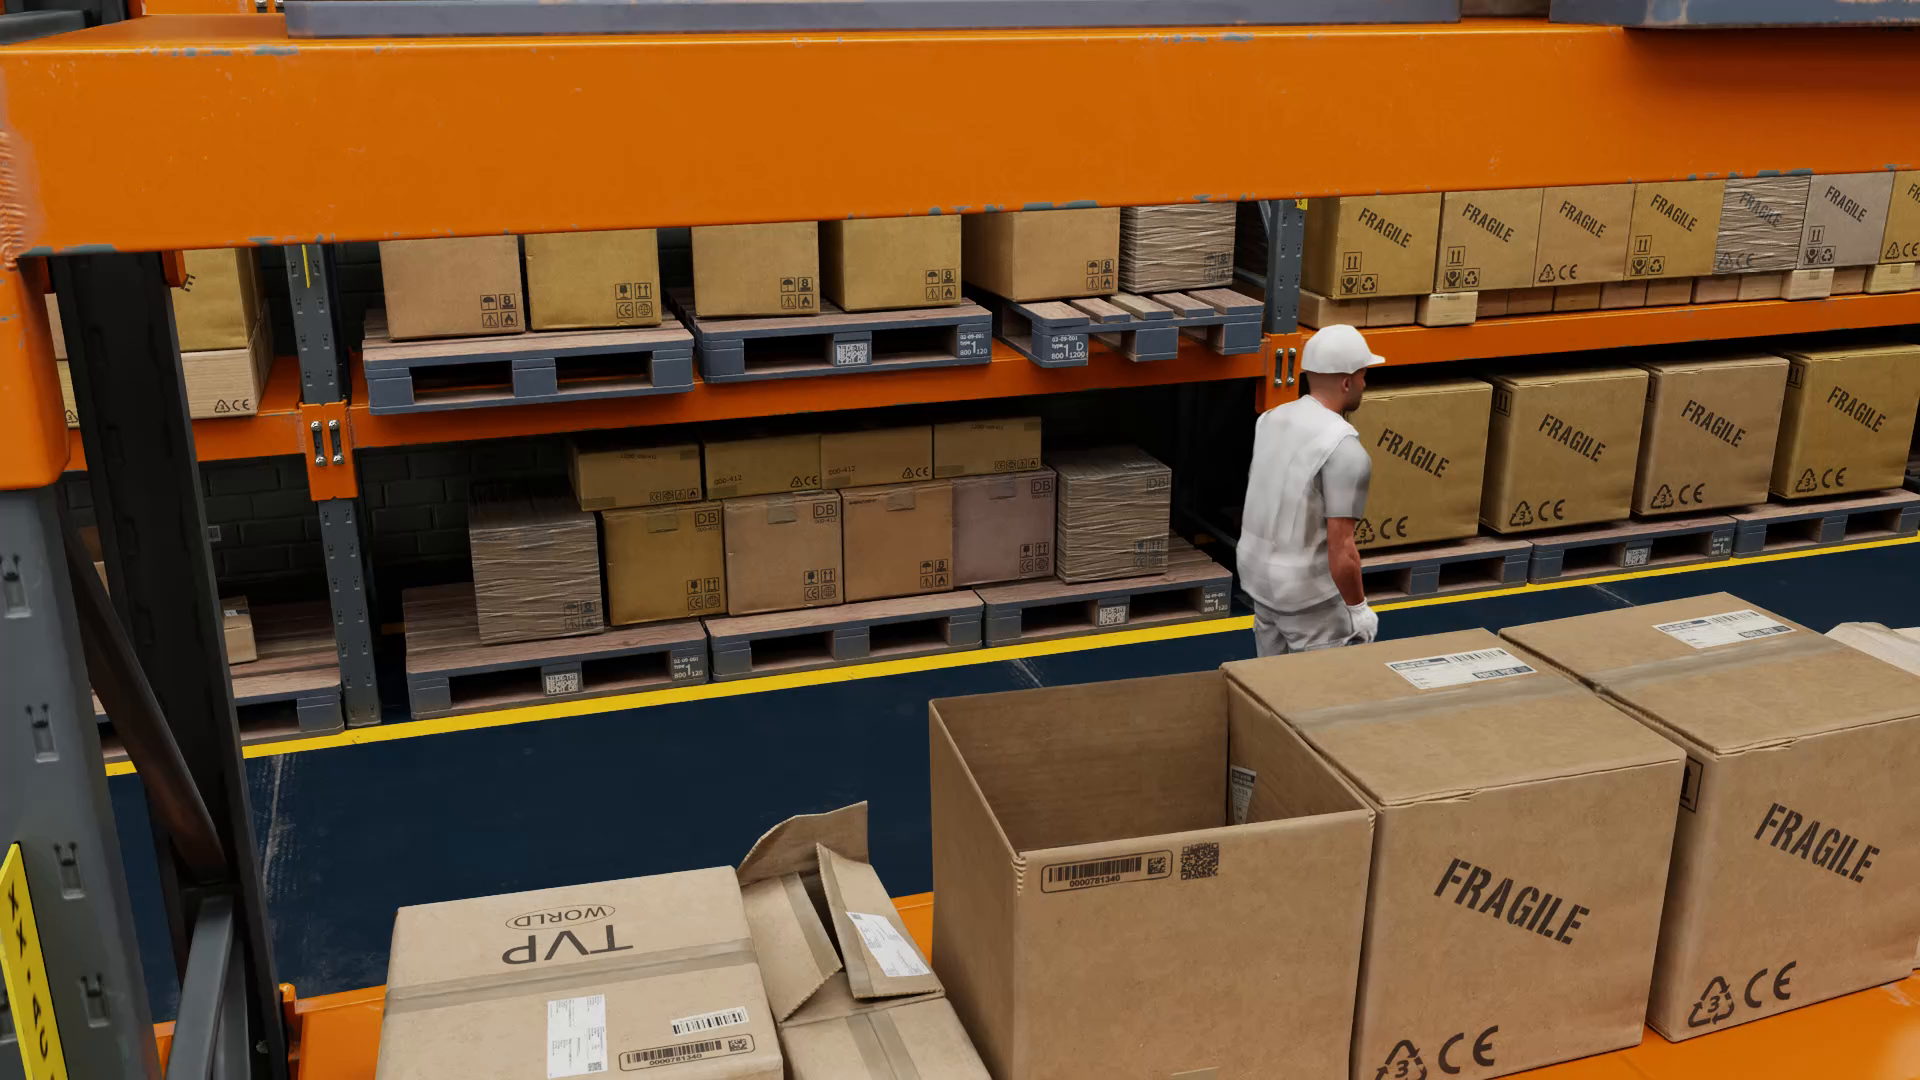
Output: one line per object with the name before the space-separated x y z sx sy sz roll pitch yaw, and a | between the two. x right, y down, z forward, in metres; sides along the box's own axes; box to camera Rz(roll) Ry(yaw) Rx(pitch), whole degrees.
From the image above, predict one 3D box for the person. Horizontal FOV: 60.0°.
person | 1.162 0.171 5.546 0.447 1.780 0.623 -7 20 -19
